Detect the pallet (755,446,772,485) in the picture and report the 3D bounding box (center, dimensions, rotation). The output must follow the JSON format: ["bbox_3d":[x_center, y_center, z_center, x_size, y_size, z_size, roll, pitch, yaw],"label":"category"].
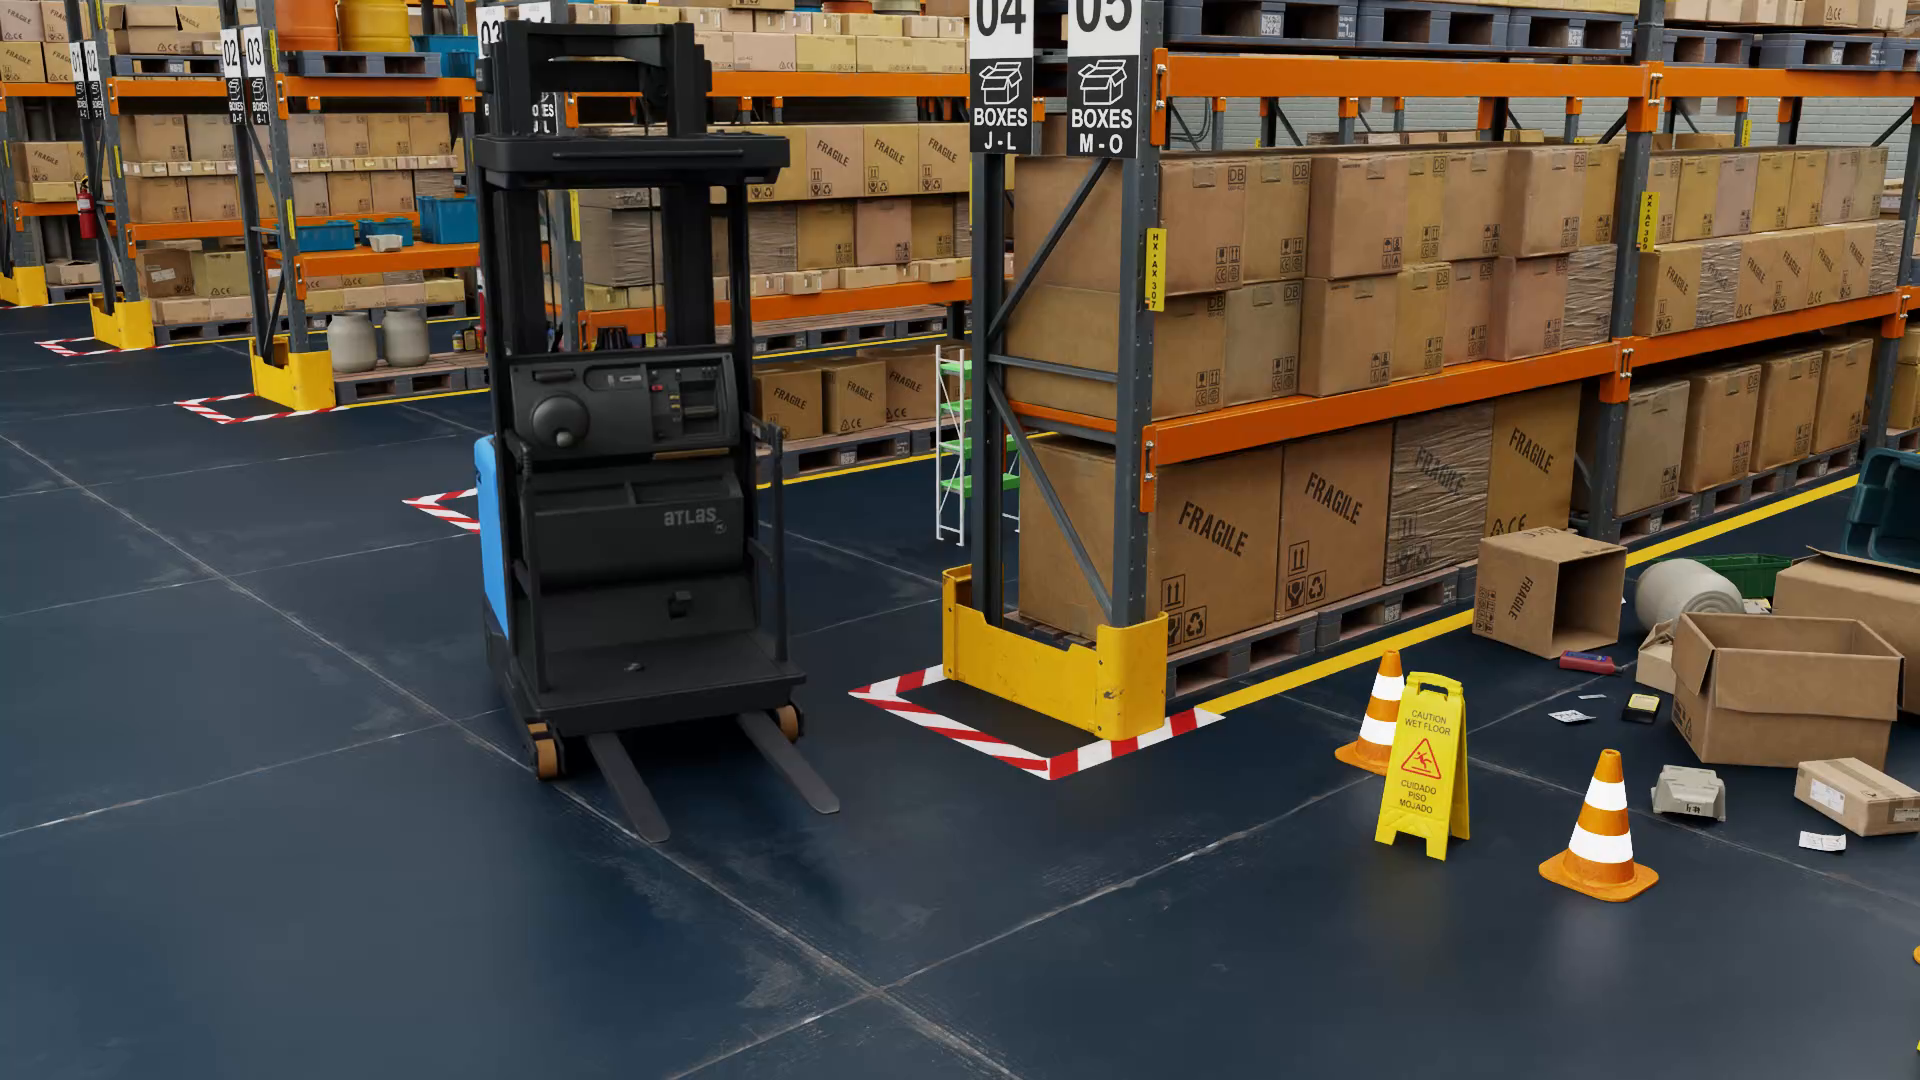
[{"bbox_3d":[-2.063,-0.514,11.767,1.213,0.211,1.003,-13,19,-39],"label":"pallet"}]

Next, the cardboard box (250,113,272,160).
[{"bbox_3d":[-8.083,-4.584,18.890,0.500,0.500,0.700,-13,19,-39],"label":"cardboard box"}]

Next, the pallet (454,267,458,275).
[{"bbox_3d":[-7.986,-4.281,25.869,1.213,0.211,1.003,-13,19,-39],"label":"pallet"}]

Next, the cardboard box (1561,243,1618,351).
[{"bbox_3d":[3.170,-1.421,9.465,0.550,0.550,0.875,-13,19,-39],"label":"cardboard box"}]

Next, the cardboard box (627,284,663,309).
[{"bbox_3d":[-2.184,-1.637,11.053,0.250,0.149,0.380,-13,19,-39],"label":"cardboard box"}]

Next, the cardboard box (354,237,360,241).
[{"bbox_3d":[-7.166,-3.458,20.444,0.500,0.500,0.500,-13,19,-39],"label":"cardboard box"}]

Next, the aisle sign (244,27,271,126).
[{"bbox_3d":[-5.870,-3.869,13.885,0.004,0.787,0.394,-13,19,-39],"label":"aisle sign"}]

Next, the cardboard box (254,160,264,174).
[{"bbox_3d":[-8.041,-4.209,18.743,0.250,0.149,0.380,-14,20,-41],"label":"cardboard box"}]

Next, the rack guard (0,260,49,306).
[{"bbox_3d":[-12.454,-3.416,22.071,0.348,0.500,1.175,-13,19,-39],"label":"rack guard"}]

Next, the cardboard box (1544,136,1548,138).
[{"bbox_3d":[6.467,-4.314,18.851,0.500,0.500,0.500,-12,19,-38],"label":"cardboard box"}]

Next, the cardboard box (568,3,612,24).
[{"bbox_3d":[-2.397,-3.289,10.456,0.250,0.149,0.380,-13,20,-40],"label":"cardboard box"}]

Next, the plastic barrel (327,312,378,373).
[{"bbox_3d":[-5.561,-1.810,15.219,0.421,0.512,0.421,0,15,0],"label":"plastic barrel"}]

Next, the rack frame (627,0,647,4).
[{"bbox_3d":[-2.990,-6.258,16.242,0.127,3.000,1.000,-13,19,-39],"label":"rack frame"}]

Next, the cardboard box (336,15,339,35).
[{"bbox_3d":[-7.564,-5.840,19.203,0.637,0.503,0.797,-10,18,-33],"label":"cardboard box"}]

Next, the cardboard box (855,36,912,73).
[{"bbox_3d":[-0.693,-3.471,11.908,0.500,0.250,0.500,-13,20,-40],"label":"cardboard box"}]

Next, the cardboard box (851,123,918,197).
[{"bbox_3d":[-0.652,-2.771,12.106,0.500,0.500,0.500,-13,19,-39],"label":"cardboard box"}]

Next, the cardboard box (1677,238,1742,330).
[{"bbox_3d":[4.395,-1.584,10.172,0.500,0.500,0.500,-12,19,-39],"label":"cardboard box"}]

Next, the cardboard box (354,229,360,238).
[{"bbox_3d":[-8.949,-4.421,24.981,0.500,0.500,0.700,-12,19,-38],"label":"cardboard box"}]

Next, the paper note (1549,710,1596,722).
[{"bbox_3d":[2.689,0.772,7.304,0.142,0.017,0.144,-6,16,-20],"label":"paper note"}]

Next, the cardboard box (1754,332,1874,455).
[{"bbox_3d":[5.940,-1.121,12.180,0.750,0.750,1.050,-13,20,-40],"label":"cardboard box"}]

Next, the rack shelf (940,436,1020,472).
[{"bbox_3d":[0.125,-0.546,10.217,0.480,0.148,0.258,-13,19,-39],"label":"rack shelf"}]

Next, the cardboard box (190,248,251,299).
[{"bbox_3d":[-8.330,-3.017,18.792,0.500,0.500,0.500,-13,19,-39],"label":"cardboard box"}]

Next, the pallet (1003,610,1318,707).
[{"bbox_3d":[0.975,0.461,8.114,1.213,0.211,1.003,-13,19,-39],"label":"pallet"}]

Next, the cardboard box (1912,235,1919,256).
[{"bbox_3d":[6.928,-2.209,12.379,0.250,0.149,0.380,-13,20,-40],"label":"cardboard box"}]

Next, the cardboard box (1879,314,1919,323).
[{"bbox_3d":[7.520,-1.604,13.018,0.500,0.250,0.500,-13,20,-40],"label":"cardboard box"}]

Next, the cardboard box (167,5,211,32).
[{"bbox_3d":[-10.487,-6.956,22.496,0.500,0.500,0.500,-14,20,-41],"label":"cardboard box"}]

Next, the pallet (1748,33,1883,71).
[{"bbox_3d":[5.166,-3.139,10.743,1.213,0.211,1.003,-12,19,-37],"label":"pallet"}]

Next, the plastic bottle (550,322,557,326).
[{"bbox_3d":[-4.100,-2.134,16.862,0.097,0.271,0.097,0,15,0],"label":"plastic bottle"}]

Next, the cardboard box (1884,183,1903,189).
[{"bbox_3d":[7.504,-2.850,13.629,0.250,0.149,0.380,-11,19,-37],"label":"cardboard box"}]

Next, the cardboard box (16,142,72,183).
[{"bbox_3d":[-11.954,-4.933,21.704,0.500,0.500,0.500,-13,19,-39],"label":"cardboard box"}]

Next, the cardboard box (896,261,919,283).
[{"bbox_3d":[-0.522,-2.029,12.520,0.250,0.149,0.380,-13,19,-39],"label":"cardboard box"}]

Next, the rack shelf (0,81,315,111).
[{"bbox_3d":[-11.002,-6.051,22.674,4.000,0.370,1.077,-13,19,-39],"label":"rack shelf"}]

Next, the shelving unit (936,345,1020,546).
[{"bbox_3d":[0.125,-0.608,10.200,0.503,1.200,0.258,-13,19,-39],"label":"shelving unit"}]

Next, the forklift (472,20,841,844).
[{"bbox_3d":[-1.306,-0.578,6.736,1.130,2.935,3.031,-6,16,-22],"label":"forklift"}]

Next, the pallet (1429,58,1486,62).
[{"bbox_3d":[4.571,-4.741,16.739,1.213,0.211,1.003,-12,19,-37],"label":"pallet"}]

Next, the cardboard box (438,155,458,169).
[{"bbox_3d":[-6.303,-4.599,20.203,0.250,0.149,0.380,-13,20,-39],"label":"cardboard box"}]

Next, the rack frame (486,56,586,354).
[{"bbox_3d":[-2.756,-1.718,10.869,0.127,3.000,1.000,-13,19,-39],"label":"rack frame"}]

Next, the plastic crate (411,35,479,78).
[{"bbox_3d":[-4.767,-4.505,15.523,0.575,0.384,0.392,-13,19,-39],"label":"plastic crate"}]

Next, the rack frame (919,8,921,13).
[{"bbox_3d":[-0.441,-10.220,31.073,0.127,3.000,1.000,-13,19,-39],"label":"rack frame"}]

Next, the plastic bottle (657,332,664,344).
[{"bbox_3d":[-3.059,-2.098,16.863,0.097,0.201,0.097,0,15,0],"label":"plastic bottle"}]

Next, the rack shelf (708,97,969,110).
[{"bbox_3d":[-1.713,-6.443,24.140,4.000,0.370,1.077,-13,19,-39],"label":"rack shelf"}]

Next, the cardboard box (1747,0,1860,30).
[{"bbox_3d":[5.331,-3.490,10.490,0.500,0.500,0.500,-13,19,-39],"label":"cardboard box"}]

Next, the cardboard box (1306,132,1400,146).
[{"bbox_3d":[3.841,-3.727,16.253,0.637,0.503,0.797,-12,19,-38],"label":"cardboard box"}]

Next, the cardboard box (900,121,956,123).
[{"bbox_3d":[-0.245,-3.044,13.126,0.500,0.500,0.500,-13,19,-39],"label":"cardboard box"}]

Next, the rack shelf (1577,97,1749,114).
[{"bbox_3d":[7.805,-5.191,19.454,4.000,0.370,1.077,-13,19,-39],"label":"rack shelf"}]

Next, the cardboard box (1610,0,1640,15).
[{"bbox_3d":[3.376,-2.868,8.841,0.250,0.149,0.380,-13,20,-40],"label":"cardboard box"}]

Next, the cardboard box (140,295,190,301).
[{"bbox_3d":[-9.046,-2.670,18.948,0.500,0.250,0.500,-13,19,-39],"label":"cardboard box"}]

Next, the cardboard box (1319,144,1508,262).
[{"bbox_3d":[2.304,-1.771,8.684,0.550,0.550,0.875,-13,19,-39],"label":"cardboard box"}]

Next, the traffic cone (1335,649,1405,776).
[{"bbox_3d":[1.756,0.677,6.820,0.334,0.463,0.336,-13,19,-39],"label":"traffic cone"}]

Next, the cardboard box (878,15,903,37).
[{"bbox_3d":[-0.623,-3.686,11.942,0.250,0.149,0.380,-12,19,-37],"label":"cardboard box"}]

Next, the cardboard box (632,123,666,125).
[{"bbox_3d":[-5.185,-6.734,27.384,0.500,0.250,0.500,-12,19,-39],"label":"cardboard box"}]

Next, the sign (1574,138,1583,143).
[{"bbox_3d":[6.660,-4.168,17.951,0.005,0.325,0.100,-13,19,-39],"label":"sign"}]

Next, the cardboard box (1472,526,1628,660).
[{"bbox_3d":[2.943,0.256,8.317,0.500,0.500,0.500,-9,17,-30],"label":"cardboard box"}]
